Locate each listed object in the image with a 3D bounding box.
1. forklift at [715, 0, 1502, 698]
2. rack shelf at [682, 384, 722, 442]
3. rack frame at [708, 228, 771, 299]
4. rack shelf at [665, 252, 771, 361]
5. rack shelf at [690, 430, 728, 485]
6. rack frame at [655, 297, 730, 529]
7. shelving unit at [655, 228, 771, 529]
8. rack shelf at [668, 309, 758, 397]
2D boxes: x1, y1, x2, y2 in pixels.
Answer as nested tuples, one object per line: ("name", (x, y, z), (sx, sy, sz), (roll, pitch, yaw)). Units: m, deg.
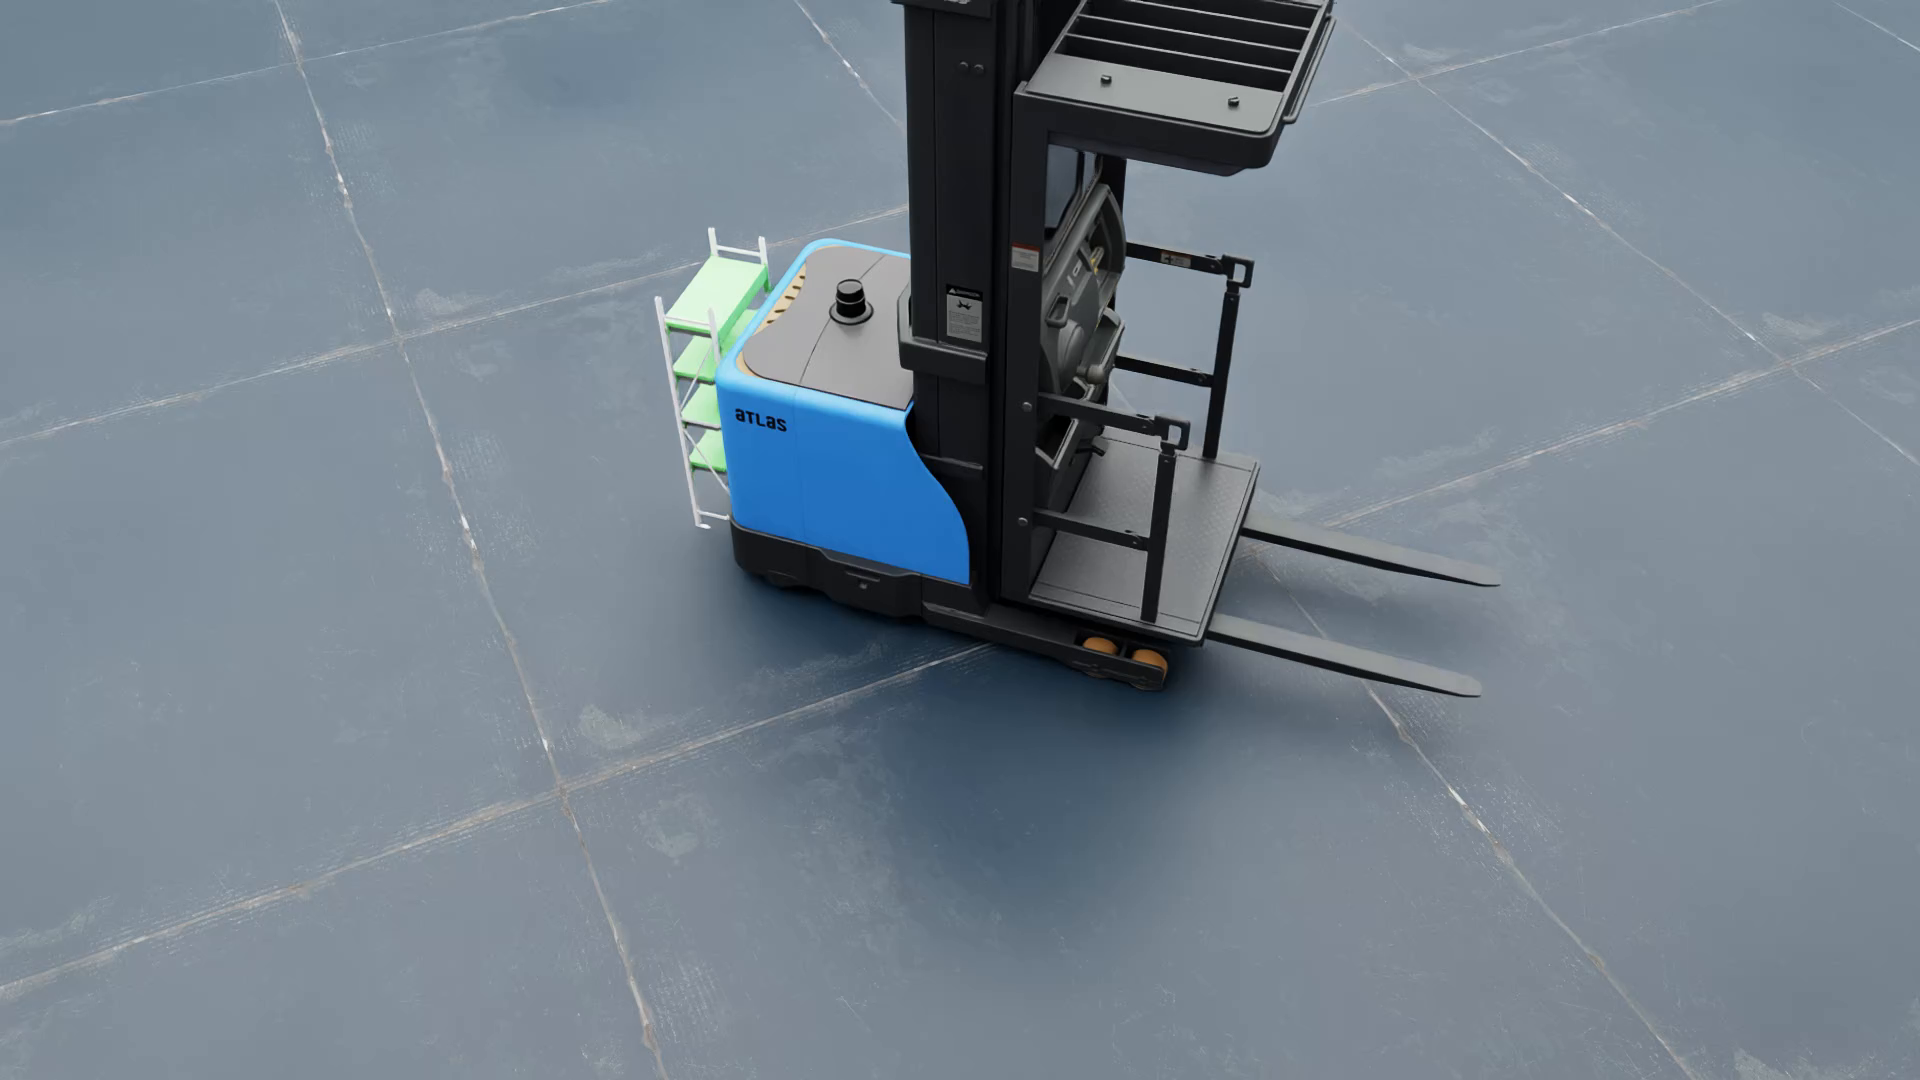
("forklift", (0.631, -0.877, 5.921), (3.031, 2.935, 1.130), (14, 46, 14))
("rack shelf", (-0.957, -0.587, 6.946), (0.258, 0.148, 0.480), (12, 46, 14))
("rack frame", (-0.882, -0.795, 7.066), (0.240, 1.200, 0.015), (12, 46, 14))
("rack shelf", (-0.968, -0.931, 6.611), (0.258, 0.148, 0.480), (12, 46, 14))
("rack shelf", (-0.952, -0.415, 7.113), (0.258, 0.148, 0.480), (12, 46, 14))
("rack frame", (-1.036, -0.470, 6.736), (0.240, 1.200, 0.015), (12, 46, 14))
("shelving unit", (-0.959, -0.632, 6.901), (0.258, 1.200, 0.503), (12, 46, 14))
("rack shelf", (-0.962, -0.759, 6.778), (0.258, 0.148, 0.480), (12, 46, 14))
